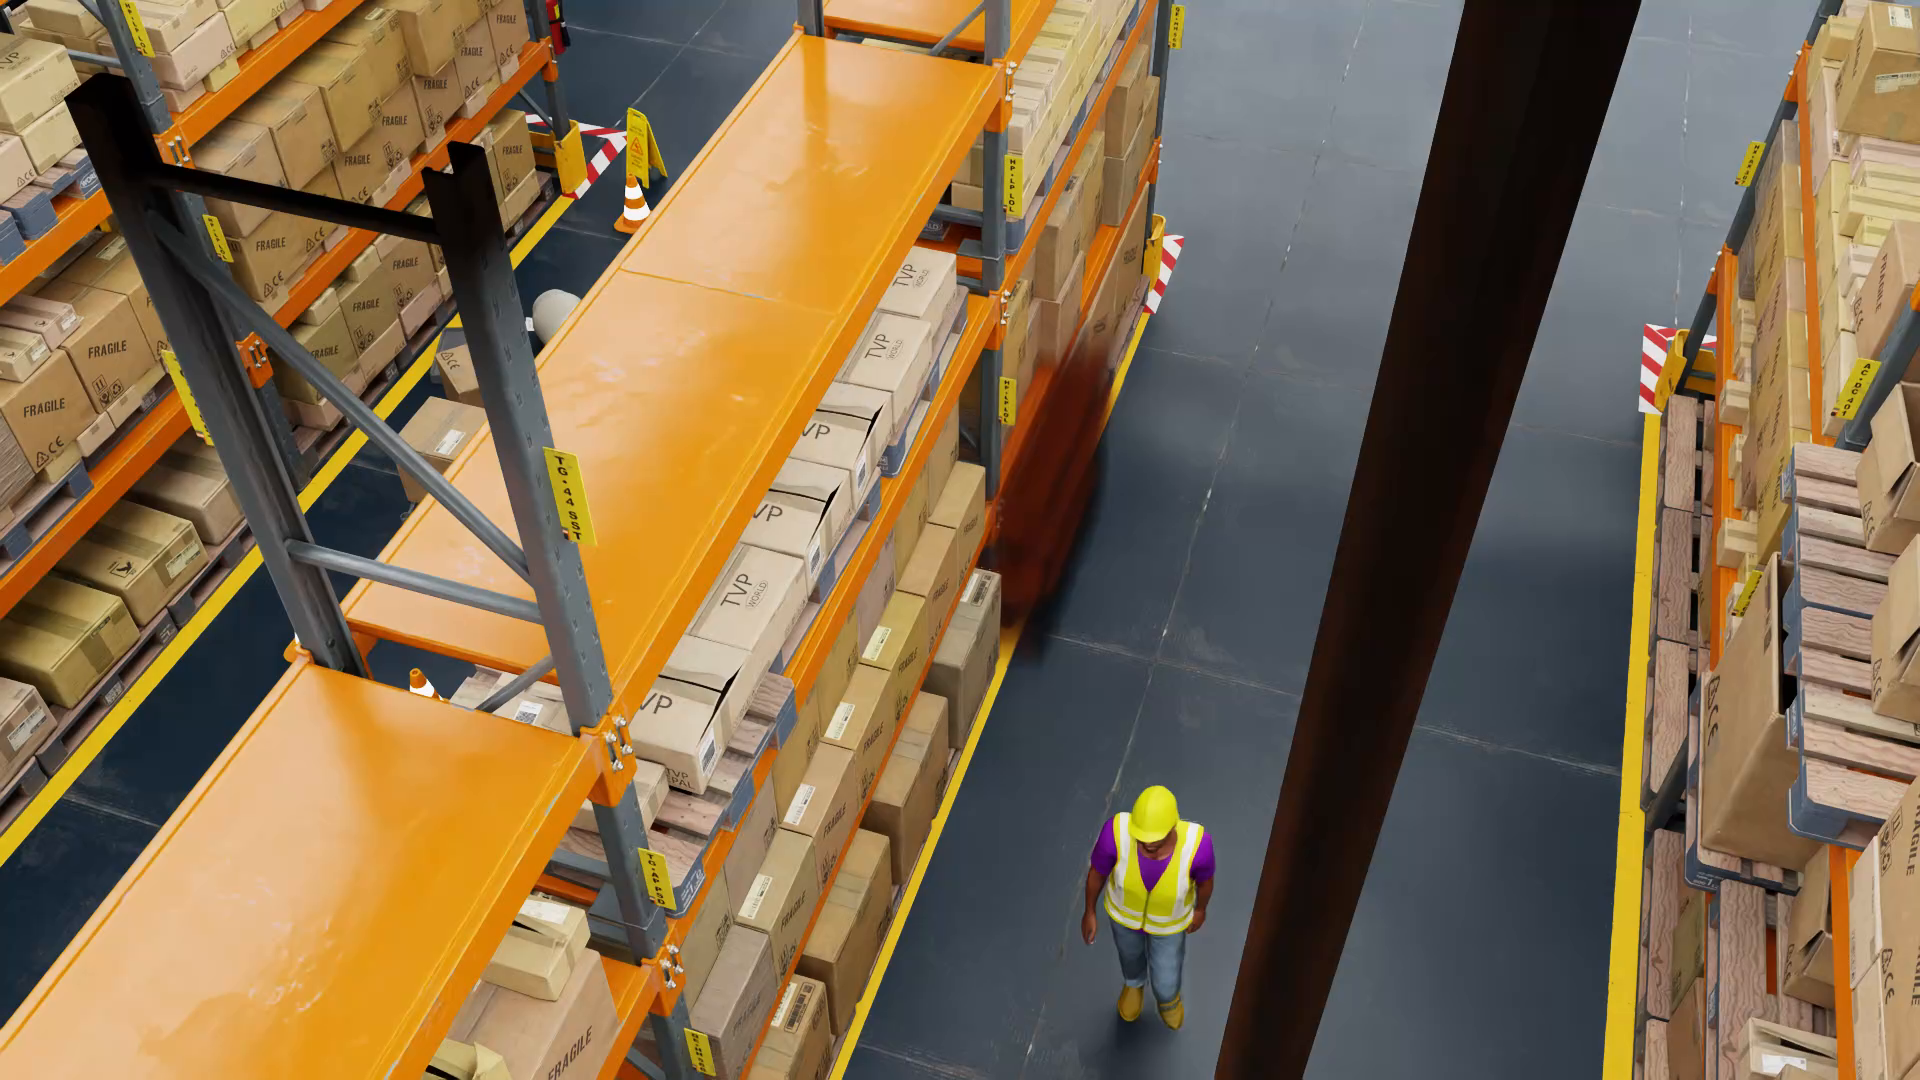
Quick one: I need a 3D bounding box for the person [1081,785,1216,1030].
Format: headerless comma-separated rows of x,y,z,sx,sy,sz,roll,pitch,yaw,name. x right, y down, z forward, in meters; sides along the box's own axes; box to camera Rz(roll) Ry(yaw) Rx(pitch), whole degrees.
0.888,1.809,8.015,0.588,1.756,0.454,12,47,11,person
